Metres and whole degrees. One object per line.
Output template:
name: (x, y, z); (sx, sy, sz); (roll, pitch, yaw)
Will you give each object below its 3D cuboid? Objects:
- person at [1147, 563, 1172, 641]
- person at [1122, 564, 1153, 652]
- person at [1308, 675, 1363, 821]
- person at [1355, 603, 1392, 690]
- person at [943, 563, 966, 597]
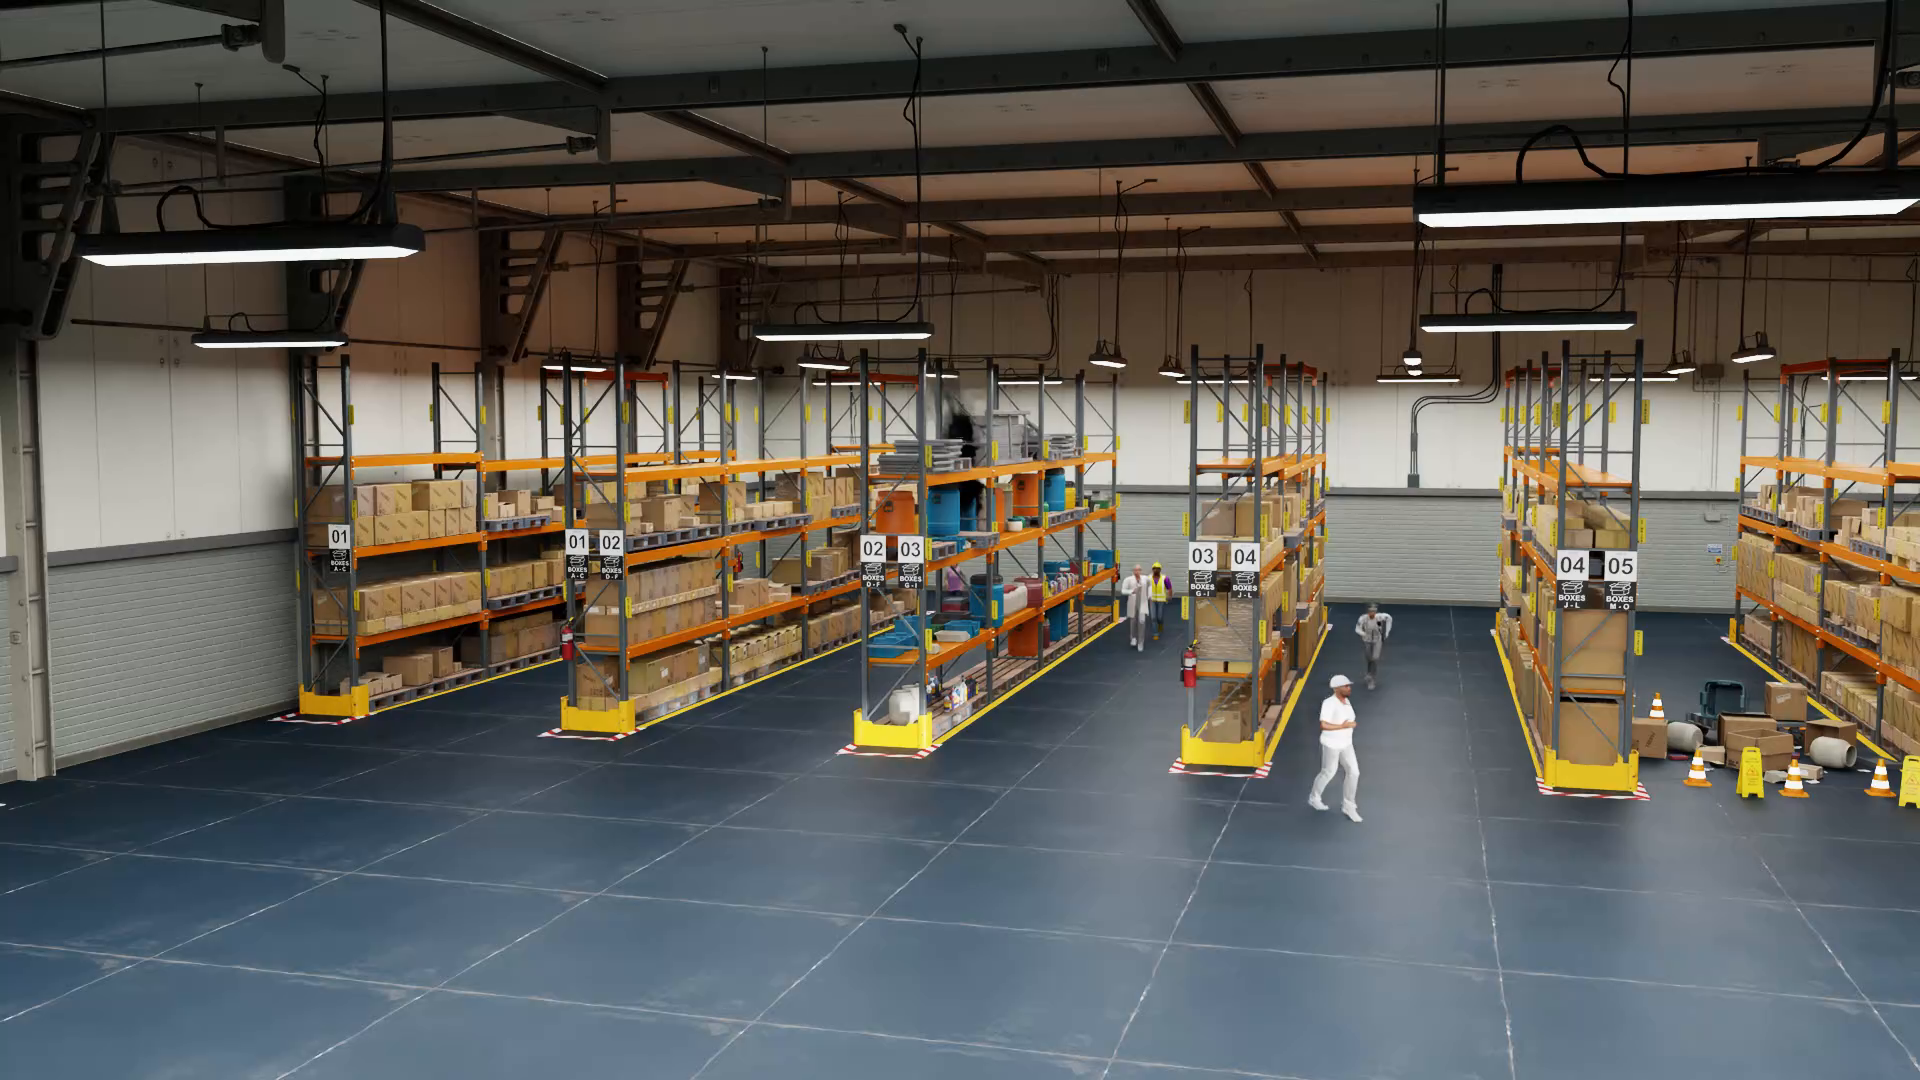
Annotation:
person: (4.383, 1.364, 37.156); (0.701, 1.732, 0.675); (1, 4, 9)
person: (3.791, 1.436, 35.614); (0.674, 1.841, 0.951); (0, 4, 4)
person: (4.653, 2.585, 20.664); (0.661, 1.835, 0.774); (-4, 6, -42)
person: (7.633, 1.940, 30.727); (0.656, 1.620, 0.955); (1, 4, 14)
person: (-0.153, 1.224, 39.898); (0.536, 1.557, 0.572); (1, 4, 10)
